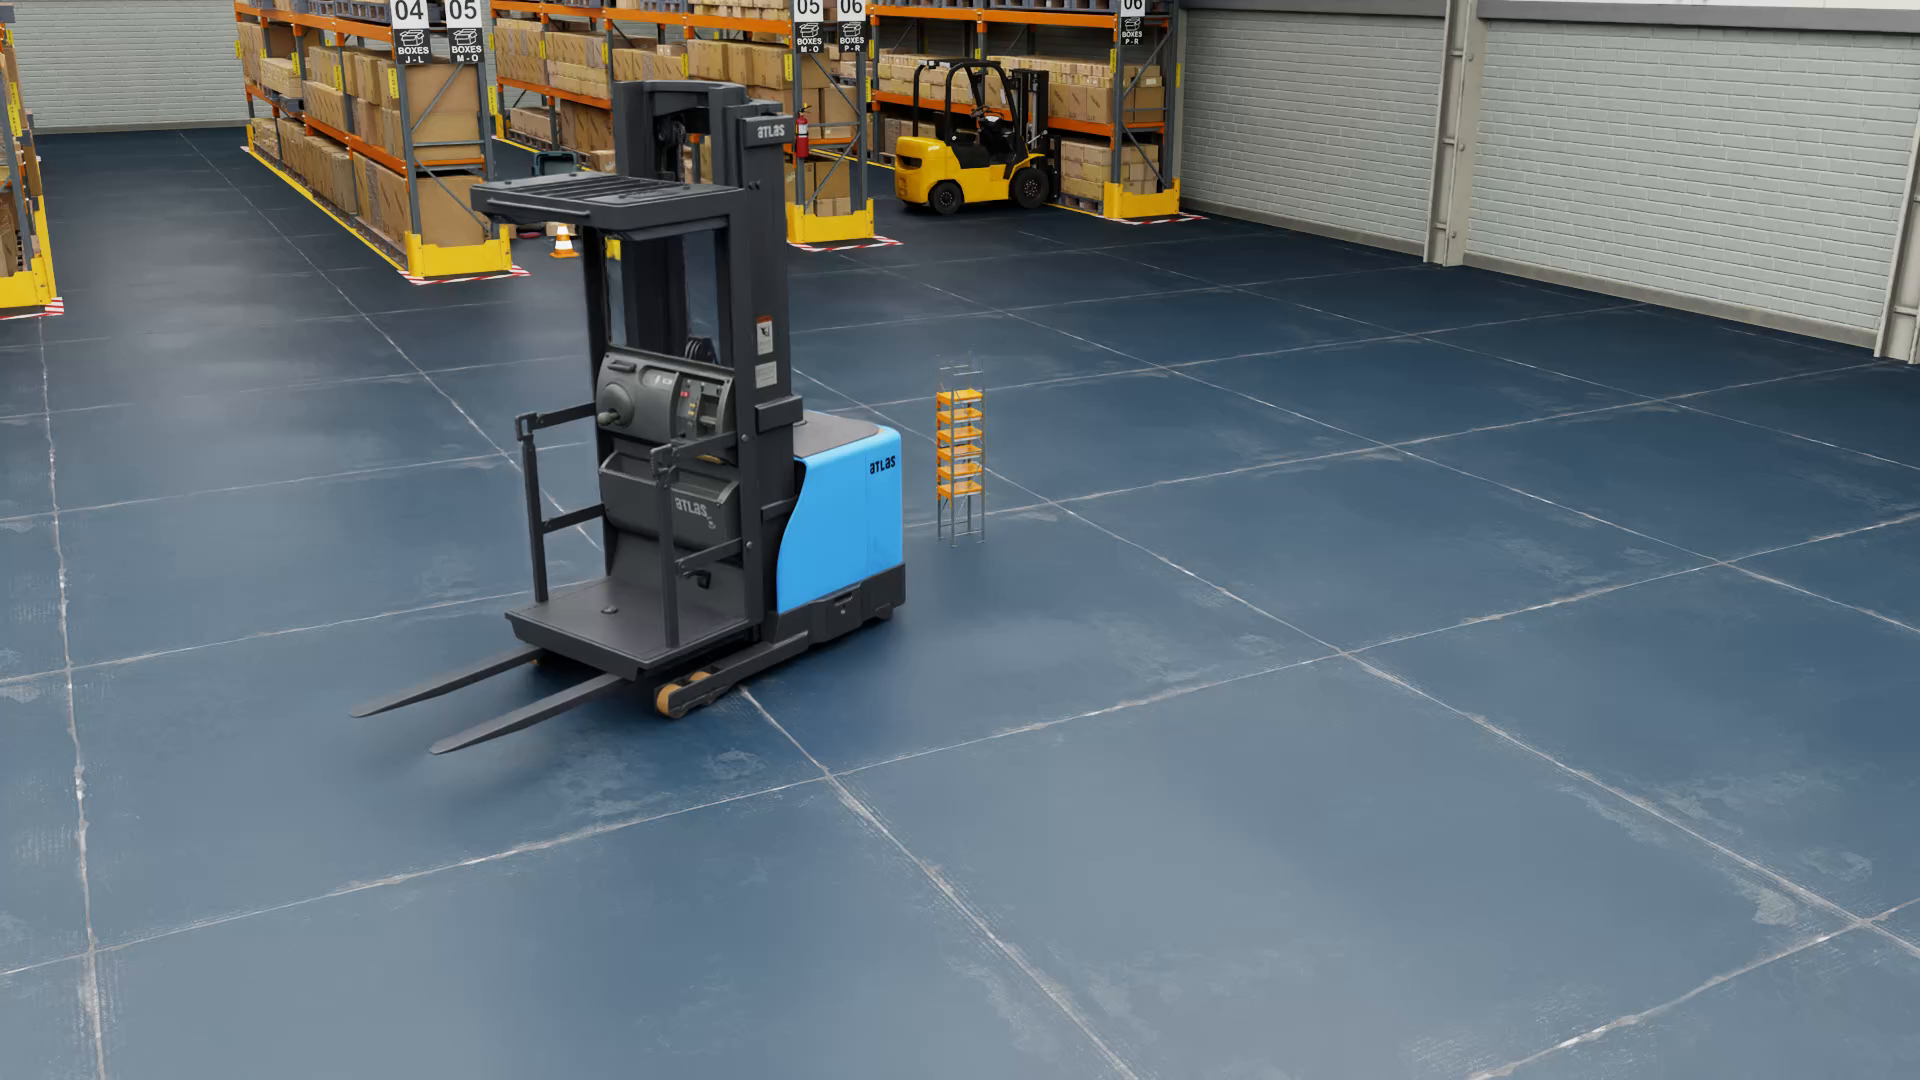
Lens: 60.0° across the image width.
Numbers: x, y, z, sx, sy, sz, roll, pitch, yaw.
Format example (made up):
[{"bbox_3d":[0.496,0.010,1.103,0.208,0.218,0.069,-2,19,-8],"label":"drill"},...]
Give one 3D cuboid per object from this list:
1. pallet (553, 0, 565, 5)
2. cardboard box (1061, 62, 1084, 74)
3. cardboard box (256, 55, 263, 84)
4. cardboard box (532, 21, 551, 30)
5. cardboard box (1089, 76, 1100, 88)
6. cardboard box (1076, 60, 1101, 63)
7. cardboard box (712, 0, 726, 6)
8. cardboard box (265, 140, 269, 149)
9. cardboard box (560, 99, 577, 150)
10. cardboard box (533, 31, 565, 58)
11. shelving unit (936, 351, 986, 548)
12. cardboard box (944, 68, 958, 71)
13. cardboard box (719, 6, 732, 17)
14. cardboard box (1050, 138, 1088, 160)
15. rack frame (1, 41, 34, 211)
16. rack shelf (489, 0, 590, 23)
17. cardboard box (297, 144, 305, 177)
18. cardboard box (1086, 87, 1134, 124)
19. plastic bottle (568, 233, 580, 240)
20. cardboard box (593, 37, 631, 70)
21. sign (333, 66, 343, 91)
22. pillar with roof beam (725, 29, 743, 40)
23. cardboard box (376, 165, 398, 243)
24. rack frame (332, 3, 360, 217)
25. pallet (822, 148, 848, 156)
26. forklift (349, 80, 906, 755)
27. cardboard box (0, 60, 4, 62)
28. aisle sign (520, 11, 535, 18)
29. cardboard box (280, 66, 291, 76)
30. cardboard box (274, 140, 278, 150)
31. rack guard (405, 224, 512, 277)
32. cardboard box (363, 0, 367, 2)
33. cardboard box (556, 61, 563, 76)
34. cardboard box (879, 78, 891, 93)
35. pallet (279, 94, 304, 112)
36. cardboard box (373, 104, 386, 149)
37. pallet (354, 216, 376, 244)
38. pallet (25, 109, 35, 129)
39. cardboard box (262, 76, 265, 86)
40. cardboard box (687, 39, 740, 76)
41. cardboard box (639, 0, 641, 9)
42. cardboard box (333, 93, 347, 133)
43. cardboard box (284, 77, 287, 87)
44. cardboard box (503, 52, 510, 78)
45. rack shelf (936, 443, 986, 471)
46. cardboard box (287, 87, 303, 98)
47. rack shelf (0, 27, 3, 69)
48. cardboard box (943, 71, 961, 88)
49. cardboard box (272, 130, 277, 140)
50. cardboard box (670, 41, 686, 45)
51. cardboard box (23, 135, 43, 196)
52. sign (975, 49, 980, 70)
[{"bbox_3d":[-6.923,-9.970,30.620,0.805,0.209,1.217,-11,22,-29],"label":"pallet"},{"bbox_3d":[1.741,-7.065,24.903,0.380,0.149,0.250,-9,21,-25],"label":"cardboard box"},{"bbox_3d":[-12.434,-8.534,30.156,0.500,0.500,0.500,-11,22,-28],"label":"cardboard box"},{"bbox_3d":[-8.104,-9.999,32.329,0.380,0.149,0.250,-10,21,-27],"label":"cardboard box"},{"bbox_3d":[2.104,-6.702,24.306,0.380,0.149,0.250,-10,21,-26],"label":"cardboard box"},{"bbox_3d":[1.982,-7.295,25.571,0.380,0.149,0.250,-10,21,-26],"label":"cardboard box"},{"bbox_3d":[-3.155,-7.628,23.313,0.500,0.250,0.500,-10,21,-26],"label":"cardboard box"},{"bbox_3d":[-12.896,-7.459,31.376,0.380,0.149,0.250,-10,21,-27],"label":"cardboard box"},{"bbox_3d":[-7.037,-7.926,31.617,0.875,0.875,0.875,-9,21,-25],"label":"cardboard box"},{"bbox_3d":[-7.869,-9.510,31.908,0.500,0.500,0.500,-10,21,-27],"label":"cardboard box"},{"bbox_3d":[0.007,-0.563,10.424,0.258,1.200,0.189,-10,21,-27],"label":"shelving unit"},{"bbox_3d":[-0.044,-7.993,28.050,0.380,0.149,0.250,-11,22,-28],"label":"cardboard box"},{"bbox_3d":[-3.136,-7.389,23.233,0.380,0.149,0.250,-10,22,-28],"label":"cardboard box"},{"bbox_3d":[1.674,-5.967,25.364,0.500,0.250,0.500,-10,21,-26],"label":"cardboard box"},{"bbox_3d":[-14.224,-6.214,24.042,1.000,3.000,0.127,-10,21,-27],"label":"rack frame"},{"bbox_3d":[-8.351,-10.550,33.110,1.077,0.370,4.000,-10,21,-27],"label":"rack shelf"},{"bbox_3d":[-10.596,-6.269,27.388,0.500,0.500,0.500,-9,21,-24],"label":"cardboard box"},{"bbox_3d":[2.198,-6.371,24.342,0.500,0.500,0.500,-11,22,-28],"label":"cardboard box"},{"bbox_3d":[-5.244,-4.083,22.370,0.283,0.061,0.133,16,25,39],"label":"plastic bottle"},{"bbox_3d":[-5.978,-8.377,28.624,0.500,0.500,0.500,-11,22,-28],"label":"cardboard box"},{"bbox_3d":[-8.384,-6.228,22.429,0.100,0.325,0.005,-10,21,-27],"label":"sign"},{"bbox_3d":[-9.210,-13.899,37.114,9.100,9.000,0.400,-10,21,-27],"label":"pillar with roof beam"},{"bbox_3d":[-6.812,-4.288,21.073,0.875,0.875,0.875,-10,22,-28],"label":"cardboard box"},{"bbox_3d":[-7.911,-5.805,22.857,1.000,3.000,0.127,-10,21,-27],"label":"rack frame"},{"bbox_3d":[-2.032,-7.771,32.829,1.003,0.211,1.213,-10,21,-27],"label":"pallet"},{"bbox_3d":[-1.612,-0.697,8.159,1.130,2.935,3.031,14,24,36],"label":"forklift"},{"bbox_3d":[-11.159,-5.209,18.987,0.500,0.500,0.500,-10,21,-27],"label":"cardboard box"},{"bbox_3d":[-9.062,-11.344,34.921,0.394,0.787,0.004,-10,21,-27],"label":"aisle sign"},{"bbox_3d":[-10.689,-7.532,26.690,0.380,0.149,0.250,-9,21,-25],"label":"cardboard box"},{"bbox_3d":[-12.139,-7.135,29.980,0.380,0.149,0.250,-10,21,-26],"label":"cardboard box"},{"bbox_3d":[-6.000,-3.469,19.917,1.175,0.500,0.348,-10,21,-27],"label":"rack guard"},{"bbox_3d":[-6.951,-6.537,19.968,0.380,0.149,0.250,-10,22,-27],"label":"cardboard box"},{"bbox_3d":[-7.169,-8.748,30.848,0.500,0.250,0.500,-10,21,-26],"label":"cardboard box"},{"bbox_3d":[-1.140,-8.283,30.268,0.500,0.250,0.500,-10,21,-26],"label":"cardboard box"},{"bbox_3d":[-10.243,-7.051,26.761,1.213,0.211,1.003,-10,21,-27],"label":"pallet"},{"bbox_3d":[-6.952,-5.308,21.186,0.875,0.550,0.500,-10,21,-27],"label":"cardboard box"},{"bbox_3d":[-7.619,-4.257,22.644,1.003,0.211,1.213,-10,21,-27],"label":"pallet"},{"bbox_3d":[-13.792,-5.936,23.529,1.213,0.211,1.003,-10,21,-27],"label":"pallet"},{"bbox_3d":[-11.928,-7.997,28.951,0.380,0.149,0.250,-11,22,-29],"label":"cardboard box"},{"bbox_3d":[-3.585,-7.102,24.472,0.700,0.500,0.500,-10,22,-27],"label":"cardboard box"},{"bbox_3d":[-4.753,-8.783,26.728,0.797,0.503,0.637,-10,21,-27],"label":"cardboard box"},{"bbox_3d":[-8.394,-5.961,23.155,0.500,0.500,0.500,-10,21,-27],"label":"cardboard box"},{"bbox_3d":[-10.574,-7.322,26.537,0.380,0.149,0.250,-9,21,-25],"label":"cardboard box"},{"bbox_3d":[-9.061,-9.770,34.193,0.500,0.500,0.500,-10,22,-27],"label":"cardboard box"},{"bbox_3d":[0.007,-0.521,10.438,0.258,0.103,0.180,-10,21,-27],"label":"rack shelf"},{"bbox_3d":[-10.449,-7.104,26.361,0.380,0.149,0.250,-10,21,-26],"label":"cardboard box"},{"bbox_3d":[-11.375,-5.570,18.679,1.077,0.370,4.000,-10,21,-27],"label":"rack shelf"},{"bbox_3d":[0.055,-7.784,28.056,0.500,0.250,0.500,-11,22,-28],"label":"cardboard box"},{"bbox_3d":[-12.264,-7.363,30.186,0.380,0.149,0.250,-10,21,-26],"label":"cardboard box"},{"bbox_3d":[-4.477,-8.016,27.017,0.380,0.149,0.250,-11,22,-29],"label":"cardboard box"},{"bbox_3d":[-14.533,-5.610,24.904,1.225,0.875,0.875,-11,22,-29],"label":"cardboard box"},{"bbox_3d":[0.291,-7.794,26.967,0.100,0.325,0.005,-10,21,-27],"label":"sign"}]
